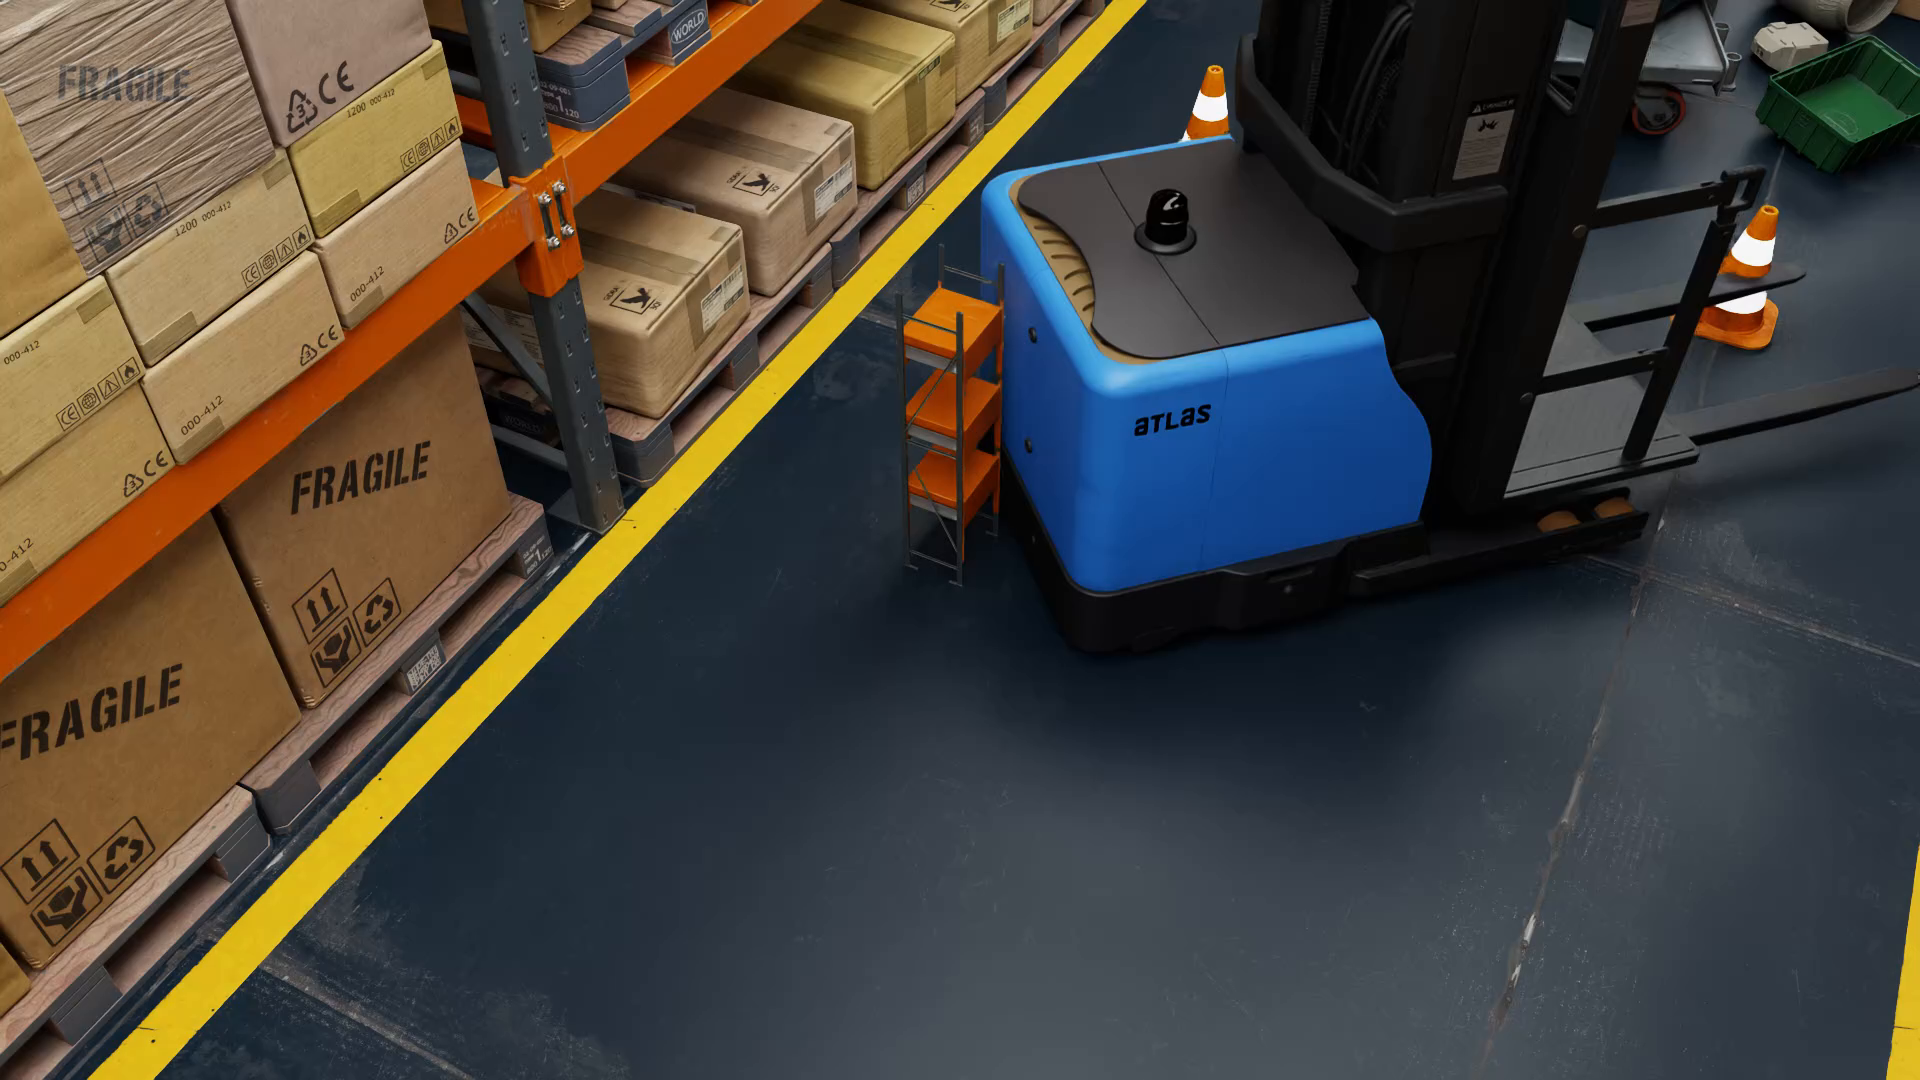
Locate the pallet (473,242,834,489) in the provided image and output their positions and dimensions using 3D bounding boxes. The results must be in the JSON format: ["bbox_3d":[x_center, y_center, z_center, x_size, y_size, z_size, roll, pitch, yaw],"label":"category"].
[{"bbox_3d":[-1.177,-0.778,5.870,1.003,0.211,1.213,20,49,19],"label":"pallet"}]

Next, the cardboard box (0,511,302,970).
[{"bbox_3d":[-2.353,0.301,4.042,0.875,0.875,0.875,21,49,20],"label":"cardboard box"}]

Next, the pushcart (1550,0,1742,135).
[{"bbox_3d":[2.359,-2.143,7.103,1.648,0.377,0.936,5,46,5],"label":"pushcart"}]

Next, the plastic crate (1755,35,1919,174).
[{"bbox_3d":[3.668,-1.789,6.846,0.662,0.188,0.450,-24,60,-22],"label":"plastic crate"}]

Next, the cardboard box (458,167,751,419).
[{"bbox_3d":[-1.270,-0.843,5.526,0.950,0.372,0.625,17,48,16],"label":"cardboard box"}]

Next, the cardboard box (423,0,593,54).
[{"bbox_3d":[-1.225,-1.469,4.474,0.380,0.149,0.250,18,48,17],"label":"cardboard box"}]

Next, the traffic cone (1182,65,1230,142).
[{"bbox_3d":[0.980,-1.651,6.556,0.336,0.463,0.334,20,49,19],"label":"traffic cone"}]

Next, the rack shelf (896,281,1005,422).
[{"bbox_3d":[-0.025,-0.527,4.649,0.215,0.259,0.240,20,49,19],"label":"rack shelf"}]

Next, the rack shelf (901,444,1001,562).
[{"bbox_3d":[-0.025,-0.133,5.048,0.215,0.259,0.240,20,49,19],"label":"rack shelf"}]

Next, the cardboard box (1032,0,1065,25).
[{"bbox_3d":[0.075,-2.679,7.341,0.950,0.372,0.625,21,49,20],"label":"cardboard box"}]

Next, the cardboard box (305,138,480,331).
[{"bbox_3d":[-1.546,-0.809,4.046,0.500,0.250,0.500,19,48,18],"label":"cardboard box"}]

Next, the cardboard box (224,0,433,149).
[{"bbox_3d":[-1.549,-1.241,3.594,0.500,0.500,0.500,19,48,18],"label":"cardboard box"}]

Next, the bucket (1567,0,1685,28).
[{"bbox_3d":[2.768,-2.446,6.791,0.620,0.611,0.726,-39,56,-20],"label":"bucket"}]

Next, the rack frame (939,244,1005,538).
[{"bbox_3d":[0.032,-0.412,4.919,0.200,1.050,0.008,20,49,19],"label":"rack frame"}]

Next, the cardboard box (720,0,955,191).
[{"bbox_3d":[-0.577,-1.786,6.459,0.950,0.372,0.625,22,49,20],"label":"cardboard box"}]

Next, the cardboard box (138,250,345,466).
[{"bbox_3d":[-1.769,-0.482,3.723,0.500,0.250,0.500,21,49,20],"label":"cardboard box"}]

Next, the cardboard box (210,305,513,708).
[{"bbox_3d":[-1.935,-0.259,4.596,0.875,0.875,0.875,20,49,19],"label":"cardboard box"}]

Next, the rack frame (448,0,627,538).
[{"bbox_3d":[-1.541,-1.266,4.392,1.000,3.000,0.127,20,49,19],"label":"rack frame"}]

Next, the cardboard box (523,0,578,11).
[{"bbox_3d":[-1.127,-1.761,4.306,0.500,0.500,0.500,19,48,18],"label":"cardboard box"}]

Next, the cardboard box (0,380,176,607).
[{"bbox_3d":[-2.017,-0.170,3.415,0.500,0.250,0.500,20,49,19],"label":"cardboard box"}]

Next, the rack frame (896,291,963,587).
[{"bbox_3d":[-0.081,-0.258,4.767,0.200,1.050,0.008,20,49,19],"label":"rack frame"}]

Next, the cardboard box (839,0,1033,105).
[{"bbox_3d":[-0.256,-2.225,6.892,0.950,0.372,0.625,23,50,21],"label":"cardboard box"}]

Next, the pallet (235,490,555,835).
[{"bbox_3d":[-1.973,0.186,4.918,1.003,0.211,1.213,20,49,19],"label":"pallet"}]

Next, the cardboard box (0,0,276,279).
[{"bbox_3d":[-1.780,-0.915,3.272,0.500,0.500,0.500,21,49,20],"label":"cardboard box"}]

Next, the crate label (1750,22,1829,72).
[{"bbox_3d":[3.639,-2.159,7.288,0.298,0.136,0.250,-9,46,-9],"label":"crate label"}]

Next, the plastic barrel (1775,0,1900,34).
[{"bbox_3d":[3.915,-2.531,7.454,0.421,0.421,0.512,-16,48,-15],"label":"plastic barrel"}]

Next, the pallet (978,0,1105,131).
[{"bbox_3d":[-0.044,-2.315,7.389,1.003,0.211,1.213,20,49,19],"label":"pallet"}]

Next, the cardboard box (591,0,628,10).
[{"bbox_3d":[-1.064,-1.636,4.639,0.380,0.149,0.250,18,48,17],"label":"cardboard box"}]

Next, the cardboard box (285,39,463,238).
[{"bbox_3d":[-1.541,-1.000,3.884,0.500,0.250,0.500,20,49,19],"label":"cardboard box"}]

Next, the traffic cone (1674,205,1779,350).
[{"bbox_3d":[2.787,-0.977,5.891,0.336,0.463,0.334,20,49,19],"label":"traffic cone"}]

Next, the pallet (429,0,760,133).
[{"bbox_3d":[-1.304,-1.683,4.939,1.213,0.211,1.003,20,49,19],"label":"pallet"}]

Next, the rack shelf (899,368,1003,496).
[{"bbox_3d":[-0.025,-0.328,4.851,0.215,0.259,0.240,20,49,19],"label":"rack shelf"}]

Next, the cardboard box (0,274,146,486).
[{"bbox_3d":[-1.995,-0.347,3.238,0.500,0.250,0.500,19,48,18],"label":"cardboard box"}]

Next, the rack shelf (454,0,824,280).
[{"bbox_3d":[-0.612,-2.273,5.894,1.077,0.370,4.000,20,49,19],"label":"rack shelf"}]

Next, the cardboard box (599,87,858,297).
[{"bbox_3d":[-0.934,-1.310,5.988,0.950,0.372,0.625,20,49,18],"label":"cardboard box"}]

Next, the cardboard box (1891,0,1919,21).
[{"bbox_3d":[4.559,-2.654,7.520,0.500,0.500,0.500,29,52,25],"label":"cardboard box"}]

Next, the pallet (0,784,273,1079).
[{"bbox_3d":[-2.541,0.951,4.161,1.003,0.211,1.213,20,49,19],"label":"pallet"}]

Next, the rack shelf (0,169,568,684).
[{"bbox_3d":[-2.469,0.247,3.403,1.077,0.370,4.000,20,49,19],"label":"rack shelf"}]

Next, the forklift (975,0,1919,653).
[{"bbox_3d":[1.623,-1.308,4.482,3.031,2.935,1.130,-12,47,-12],"label":"forklift"}]

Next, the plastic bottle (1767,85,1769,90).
[{"bbox_3d":[3.539,-1.855,7.040,0.133,0.061,0.283,-2,45,-2],"label":"plastic bottle"}]

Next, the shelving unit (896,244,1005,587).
[{"bbox_3d":[-0.025,-0.335,4.843,0.215,1.050,0.252,20,49,19],"label":"shelving unit"}]

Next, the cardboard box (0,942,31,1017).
[{"bbox_3d":[-2.768,0.864,3.485,0.875,0.875,0.875,22,49,20],"label":"cardboard box"}]

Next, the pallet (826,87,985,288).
[{"bbox_3d":[-0.609,-1.543,6.627,1.003,0.211,1.213,20,49,19],"label":"pallet"}]

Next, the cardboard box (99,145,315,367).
[{"bbox_3d":[-1.775,-0.676,3.563,0.500,0.250,0.500,19,48,18],"label":"cardboard box"}]

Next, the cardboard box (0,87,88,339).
[{"bbox_3d":[-2.016,-0.604,2.965,0.500,0.500,0.500,20,49,19],"label":"cardboard box"}]
